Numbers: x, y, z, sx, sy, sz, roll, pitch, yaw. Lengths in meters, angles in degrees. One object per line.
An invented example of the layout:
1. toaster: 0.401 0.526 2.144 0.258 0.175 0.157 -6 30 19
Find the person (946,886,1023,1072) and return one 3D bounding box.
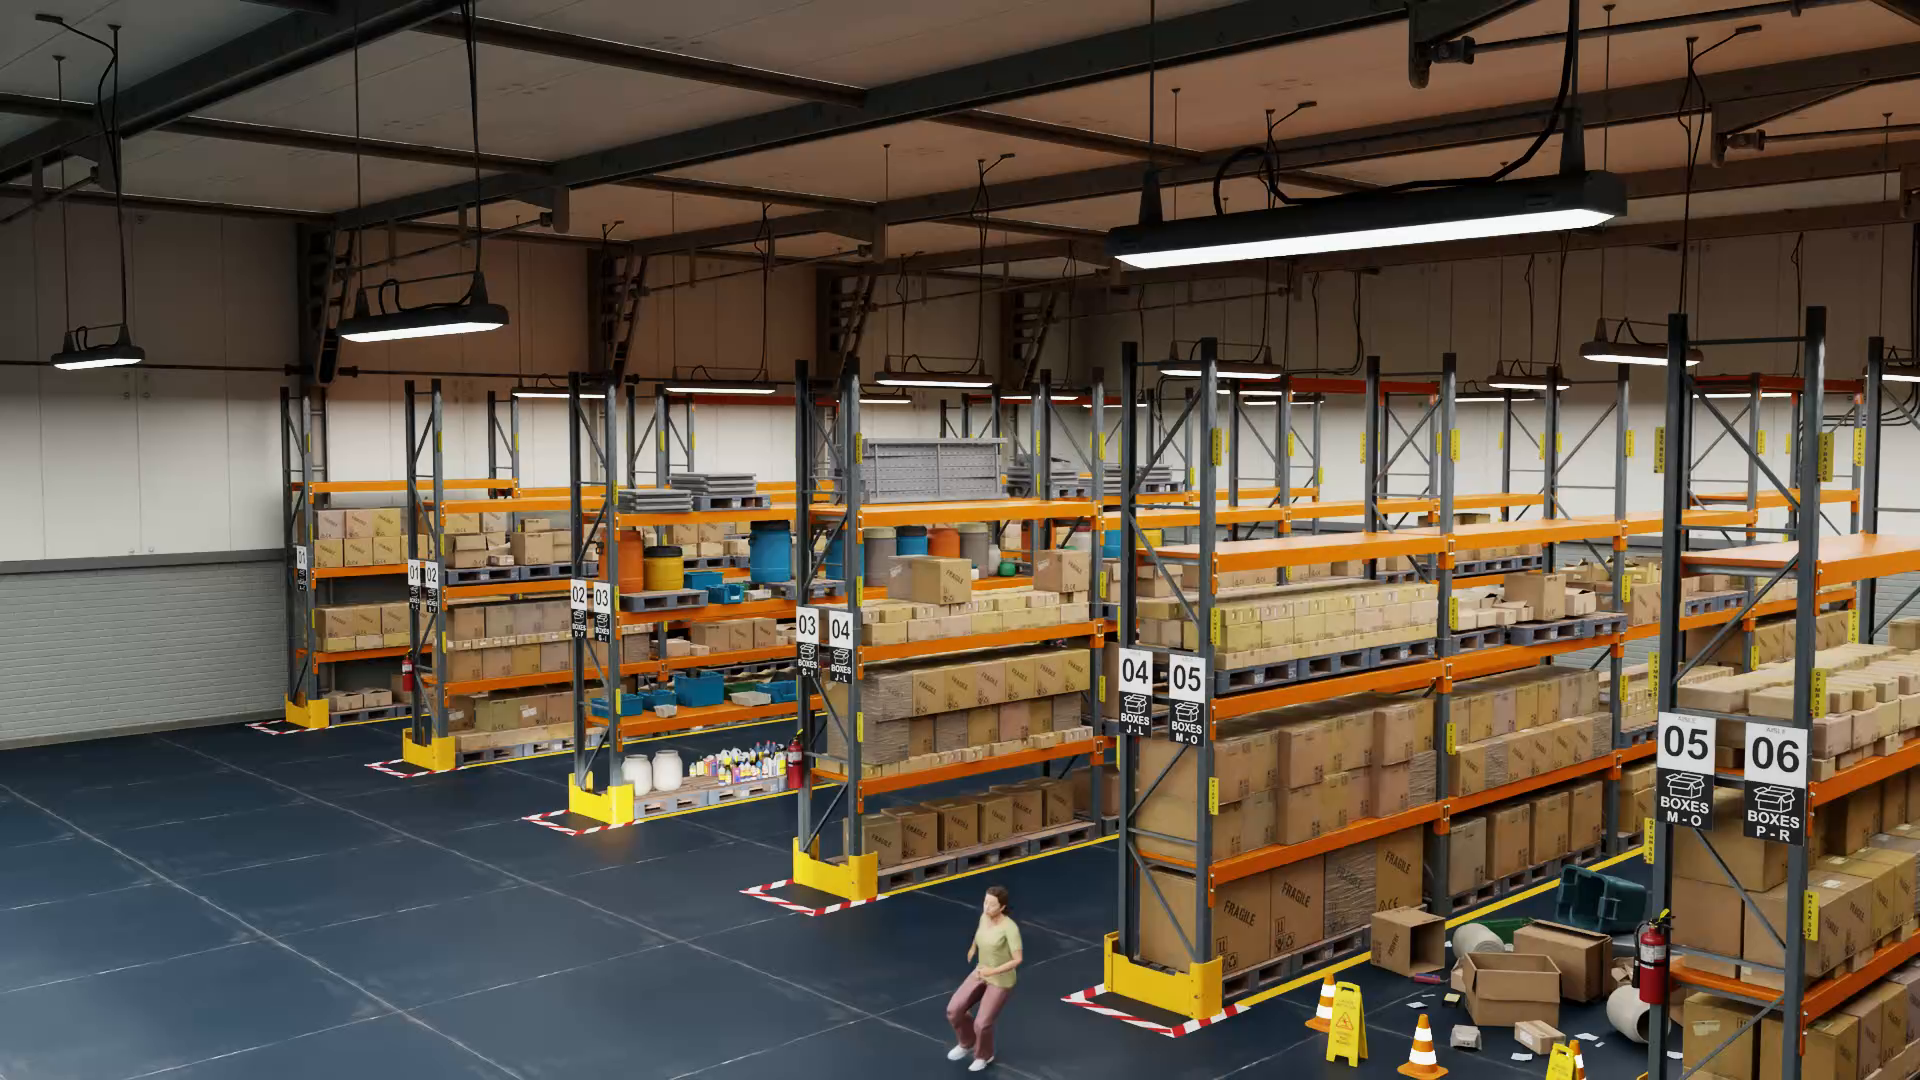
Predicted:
1. person: 0.202 3.544 13.361 0.750 1.591 0.603 3 5 37
